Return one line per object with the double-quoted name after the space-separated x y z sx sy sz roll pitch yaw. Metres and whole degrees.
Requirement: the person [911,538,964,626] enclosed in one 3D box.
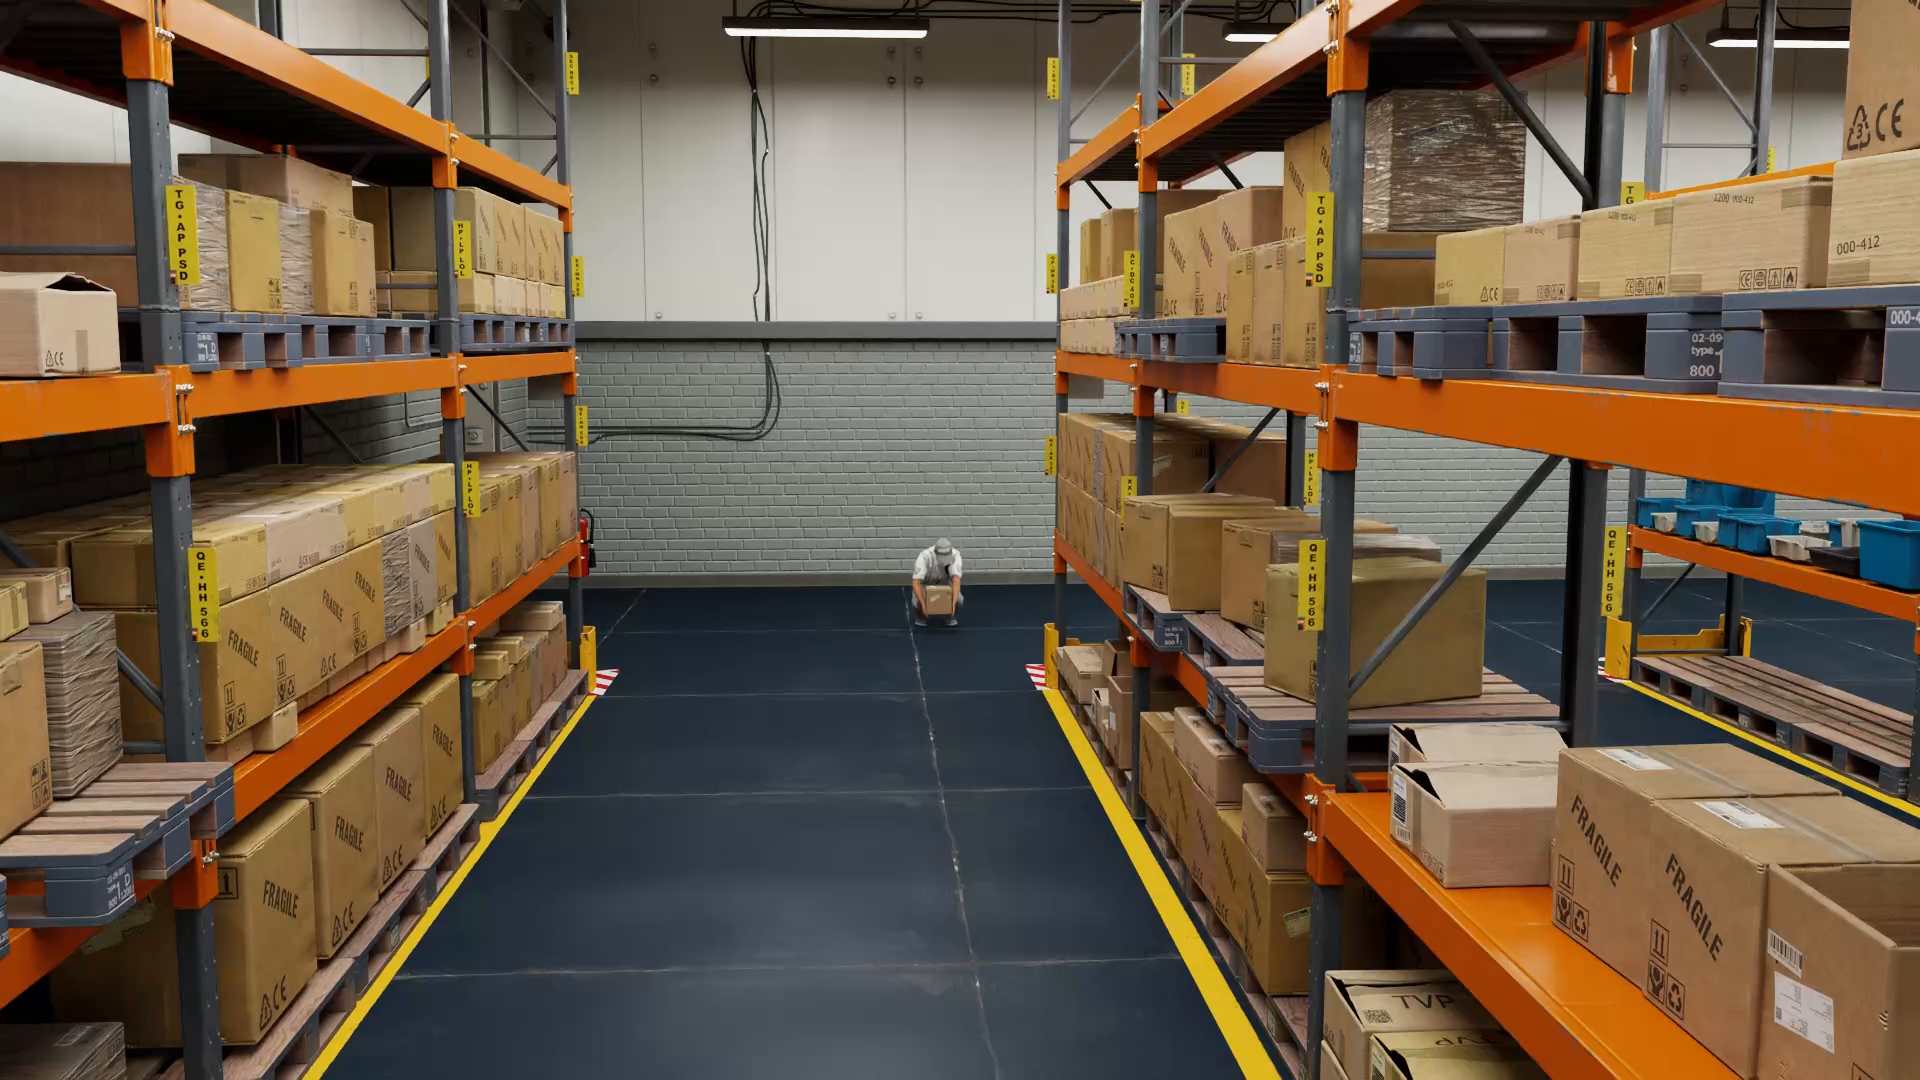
-0.234 0.421 16.858 0.530 0.938 0.848 0 7 -4 "person"
